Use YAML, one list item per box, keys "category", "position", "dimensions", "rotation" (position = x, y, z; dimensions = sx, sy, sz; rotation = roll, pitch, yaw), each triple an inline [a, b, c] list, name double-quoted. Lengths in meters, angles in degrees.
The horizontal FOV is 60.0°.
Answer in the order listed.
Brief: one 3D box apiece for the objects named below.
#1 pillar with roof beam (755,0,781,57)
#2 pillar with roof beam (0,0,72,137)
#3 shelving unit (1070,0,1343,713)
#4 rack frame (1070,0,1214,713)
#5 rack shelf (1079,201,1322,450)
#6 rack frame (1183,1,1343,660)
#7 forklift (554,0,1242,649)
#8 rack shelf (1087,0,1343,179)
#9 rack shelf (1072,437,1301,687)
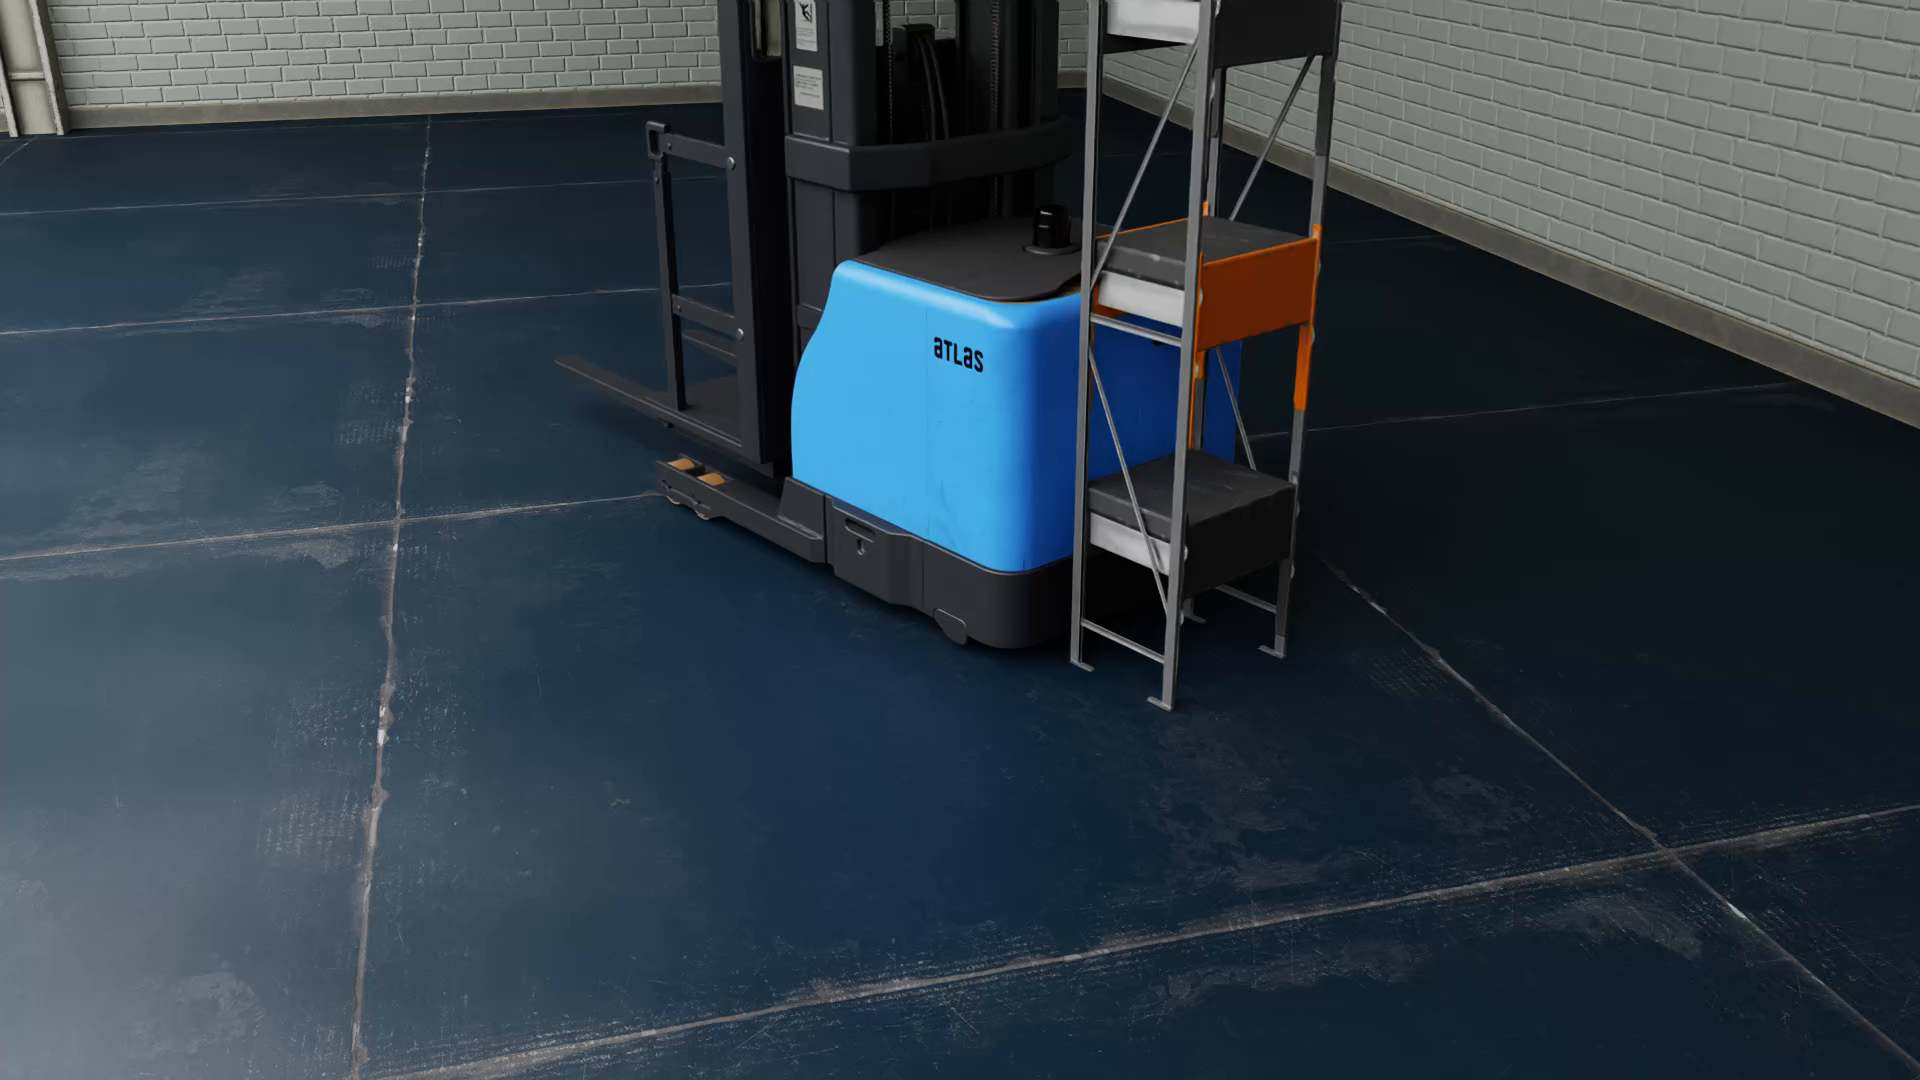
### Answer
- category: "pillar with roof beam"
  position: [-0.466, -6.427, 9.316]
  dimensions: [0.400, 9.000, 9.100]
  rotation: [-6, 24, -14]
- category: "pillar with roof beam"
  position: [-6.243, -5.788, 7.827]
  dimensions: [0.400, 9.000, 9.100]
  rotation: [-6, 24, -14]
- category: "shelving unit"
  position: [0.646, -0.609, 4.506]
  dimensions: [0.503, 2.100, 0.431]
  rotation: [-19, 30, -37]
- category: "rack frame"
  position: [0.461, -0.546, 4.359]
  dimensions: [0.015, 2.100, 0.400]
  rotation: [-19, 30, -37]
- category: "rack shelf"
  position: [0.646, -0.596, 4.511]
  dimensions: [0.480, 0.518, 0.431]
  rotation: [-19, 30, -37]
- category: "rack frame"
  position: [0.830, -0.672, 4.653]
  dimensions: [0.015, 2.100, 0.400]
  rotation: [-19, 30, -37]
- category: "forklift"
  position: [-0.457, -1.533, 5.605]
  dimensions: [1.130, 2.935, 3.031]
  rotation: [-19, 30, -37]
- category: "rack shelf"
  position: [0.646, -1.239, 4.235]
  dimensions: [0.480, 0.518, 0.431]
  rotation: [-19, 30, -37]
- category: "rack shelf"
  position: [0.646, 0.047, 4.787]
  dimensions: [0.480, 0.518, 0.431]
  rotation: [-19, 30, -37]
